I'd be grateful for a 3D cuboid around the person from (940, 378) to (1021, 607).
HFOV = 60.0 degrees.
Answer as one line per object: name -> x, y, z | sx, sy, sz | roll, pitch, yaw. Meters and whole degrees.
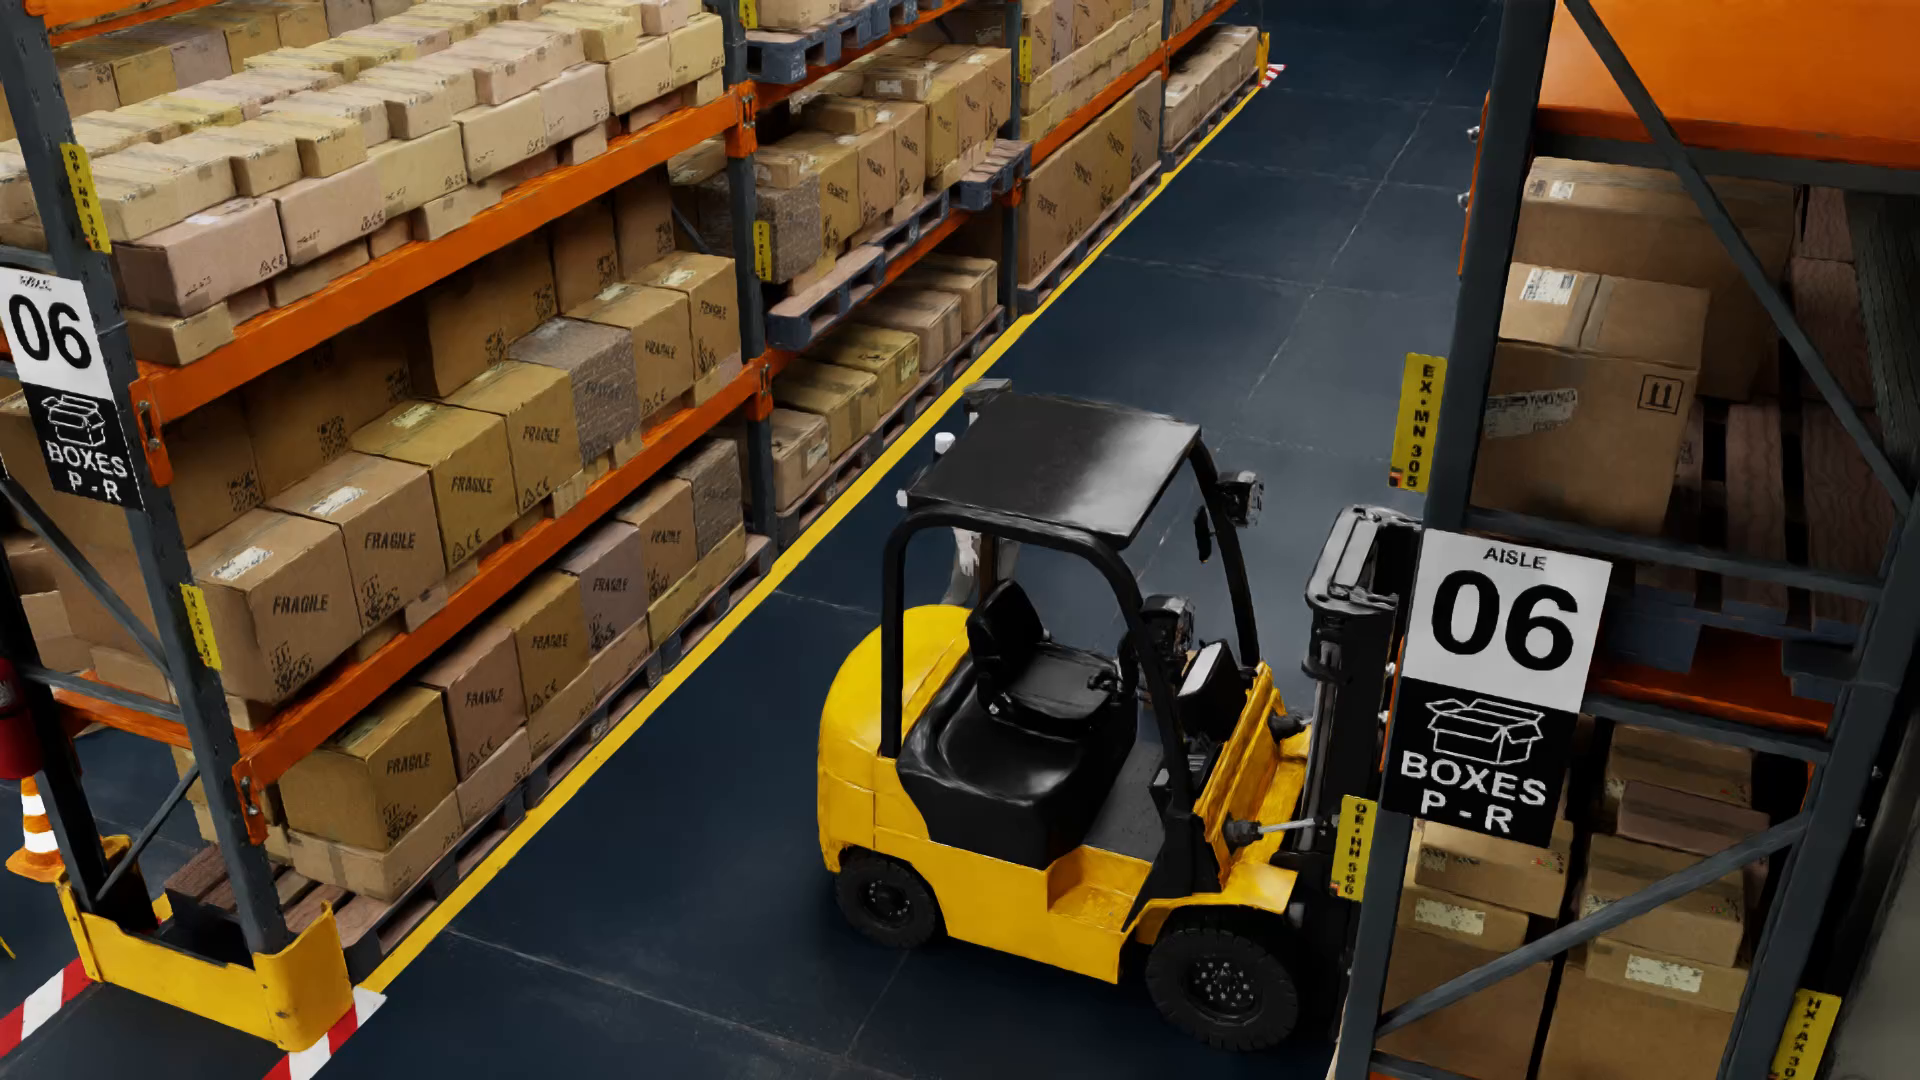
person -> 0.107, -0.066, 8.493 | 0.514, 1.677, 0.638 | 26, 39, 37
